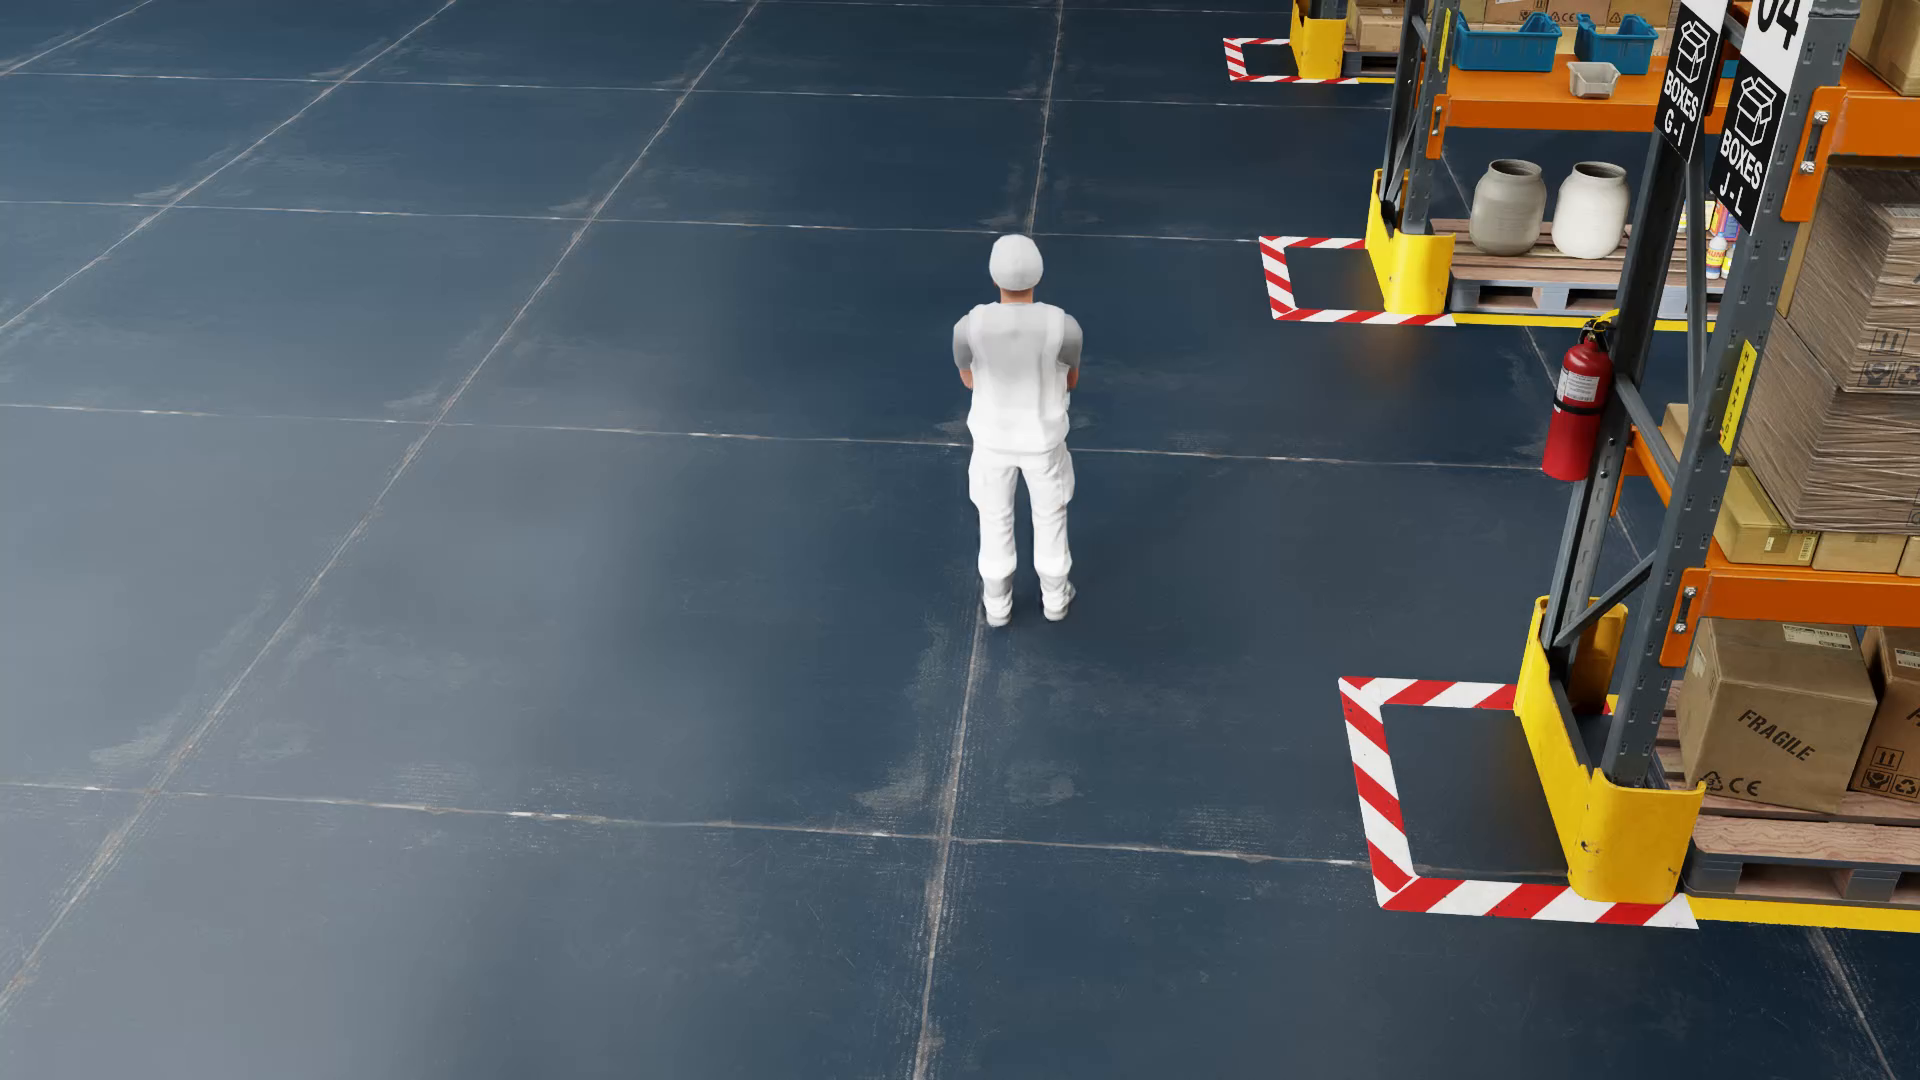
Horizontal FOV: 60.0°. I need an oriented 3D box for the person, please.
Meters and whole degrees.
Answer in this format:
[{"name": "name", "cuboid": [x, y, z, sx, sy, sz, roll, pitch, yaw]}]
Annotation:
[{"name": "person", "cuboid": [0.244, -0.460, 6.854, 0.522, 1.793, 0.538, 3, 32, 5]}]
